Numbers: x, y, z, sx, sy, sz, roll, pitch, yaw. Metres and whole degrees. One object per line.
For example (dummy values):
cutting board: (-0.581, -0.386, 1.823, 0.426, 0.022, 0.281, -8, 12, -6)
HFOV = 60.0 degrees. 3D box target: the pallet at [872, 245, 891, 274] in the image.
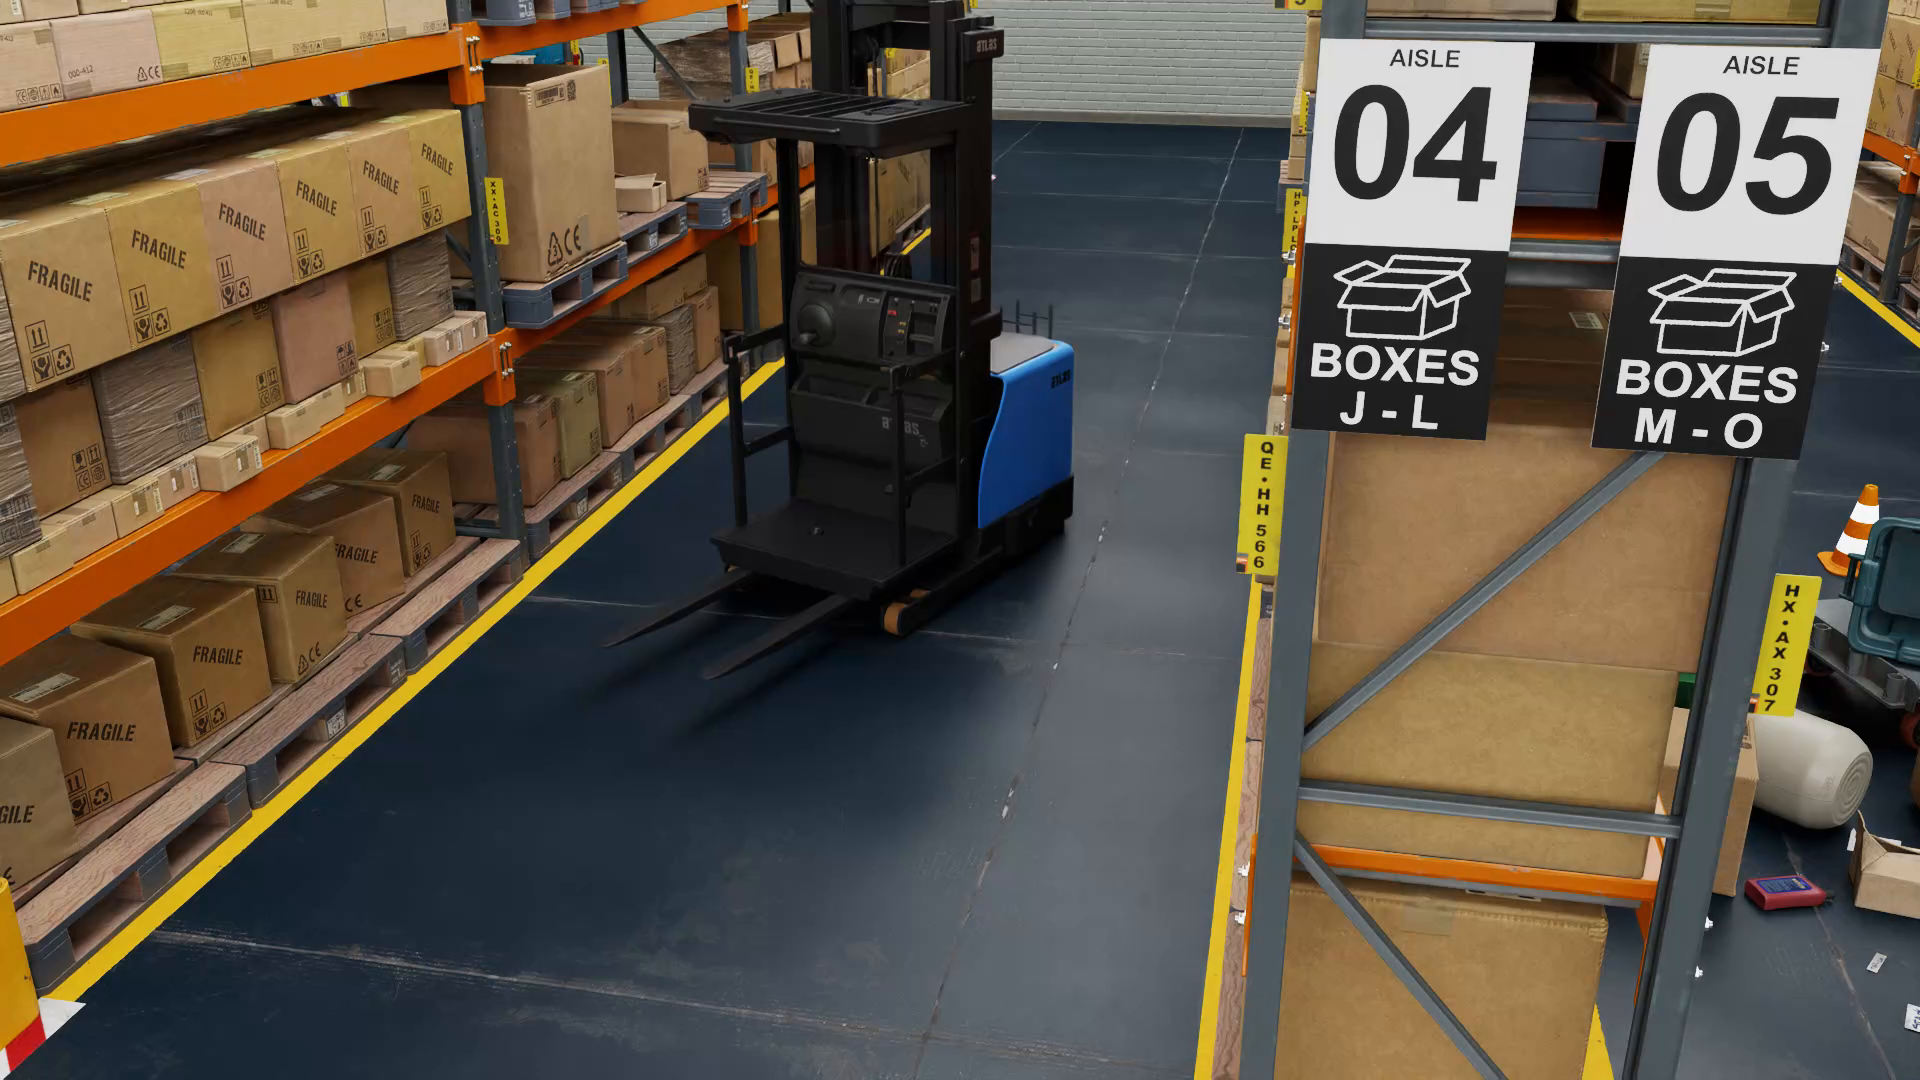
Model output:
pallet: (-1.275, -2.604, 15.536, 1.003, 0.211, 1.213, 4, 22, 11)

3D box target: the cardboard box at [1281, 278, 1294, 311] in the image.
cardboard box: (2.616, -1.243, 10.873, 1.050, 0.750, 0.750, 4, 22, 10)

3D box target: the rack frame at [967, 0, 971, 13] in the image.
rack frame: (-0.375, -5.648, 19.362, 1.000, 3.000, 0.127, 4, 22, 11)

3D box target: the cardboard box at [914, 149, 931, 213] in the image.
cardboard box: (-0.794, -3.959, 17.450, 0.875, 0.875, 0.875, 4, 22, 11)

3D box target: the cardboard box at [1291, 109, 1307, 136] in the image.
cardboard box: (2.479, -2.876, 11.456, 0.380, 0.149, 0.250, 4, 22, 9)

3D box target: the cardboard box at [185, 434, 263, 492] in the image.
cardboard box: (-2.947, -0.307, 6.438, 0.380, 0.149, 0.250, 4, 22, 11)

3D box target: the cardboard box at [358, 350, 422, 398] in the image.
cardboard box: (-2.691, -0.764, 7.573, 0.380, 0.149, 0.250, 4, 22, 11)

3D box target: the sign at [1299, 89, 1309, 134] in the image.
sign: (2.295, -2.845, 10.960, 0.100, 0.325, 0.005, 4, 22, 11)

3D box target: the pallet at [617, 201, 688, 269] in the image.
pallet: (-2.371, -1.906, 10.328, 1.003, 0.211, 1.213, 4, 22, 11)

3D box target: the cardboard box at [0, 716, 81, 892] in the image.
cardboard box: (-3.496, 0.941, 5.786, 0.500, 0.500, 0.500, 9, 24, 21)

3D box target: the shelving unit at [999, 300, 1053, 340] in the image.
shelving unit: (0.376, -0.773, 9.668, 0.258, 1.200, 0.189, 13, 25, 30)

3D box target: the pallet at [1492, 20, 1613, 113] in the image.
pallet: (1.583, -1.451, 5.046, 1.003, 0.211, 1.213, 4, 22, 11)

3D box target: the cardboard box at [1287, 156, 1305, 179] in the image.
cardboard box: (2.479, -2.601, 11.571, 0.380, 0.149, 0.250, 5, 22, 12)

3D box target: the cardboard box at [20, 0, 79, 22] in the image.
cardboard box: (-3.100, -1.758, 5.356, 0.380, 0.149, 0.250, 4, 22, 11)

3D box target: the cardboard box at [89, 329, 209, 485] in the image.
cardboard box: (-3.372, -0.551, 6.176, 0.875, 0.500, 0.500, 4, 22, 11)

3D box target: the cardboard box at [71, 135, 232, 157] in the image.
cardboard box: (-3.367, -1.397, 6.936, 0.500, 0.500, 0.500, 4, 22, 11)

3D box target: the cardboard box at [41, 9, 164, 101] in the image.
cardboard box: (-3.084, -1.645, 5.608, 0.500, 0.250, 0.500, 4, 22, 11)

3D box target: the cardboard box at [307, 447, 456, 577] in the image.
cardboard box: (-2.944, -0.151, 8.498, 0.500, 0.500, 0.500, 4, 22, 9)

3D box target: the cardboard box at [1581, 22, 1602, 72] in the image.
cardboard box: (1.682, -1.183, 3.902, 0.380, 0.149, 0.250, 5, 22, 11)

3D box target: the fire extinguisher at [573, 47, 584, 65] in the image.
fire extinguisher: (-4.748, -5.837, 20.435, 0.296, 0.674, 0.183, 4, 22, 11)

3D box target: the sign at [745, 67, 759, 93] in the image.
sign: (-1.474, -3.185, 11.802, 0.100, 0.325, 0.005, 4, 22, 11)

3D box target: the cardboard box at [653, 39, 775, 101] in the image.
cardboard box: (-1.842, -3.500, 12.553, 0.797, 0.503, 0.637, 5, 23, 13)

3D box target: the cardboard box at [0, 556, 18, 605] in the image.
cardboard box: (-3.278, 0.144, 5.317, 0.380, 0.149, 0.250, 4, 22, 11)

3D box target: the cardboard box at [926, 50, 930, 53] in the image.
cardboard box: (-0.421, -5.147, 17.922, 0.500, 0.250, 0.500, 4, 22, 9)

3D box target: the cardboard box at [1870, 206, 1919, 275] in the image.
cardboard box: (8.744, -2.657, 14.804, 0.875, 0.438, 0.875, 4, 22, 10)

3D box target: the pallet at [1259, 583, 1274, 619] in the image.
pallet: (2.095, 0.161, 8.671, 1.003, 0.211, 1.213, 4, 22, 11)

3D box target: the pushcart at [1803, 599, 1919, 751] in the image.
pushcart: (4.636, 0.557, 7.466, 1.648, 0.377, 0.936, -3, 22, -8)

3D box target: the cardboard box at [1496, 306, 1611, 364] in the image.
cardboard box: (1.331, -0.293, 4.419, 0.875, 0.550, 0.550, 4, 22, 11)

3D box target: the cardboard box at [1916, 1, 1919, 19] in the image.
cardboard box: (8.482, -4.556, 14.311, 0.380, 0.149, 0.250, 4, 22, 11)

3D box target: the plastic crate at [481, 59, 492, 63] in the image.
plastic crate: (-5.392, -5.205, 18.407, 0.416, 0.233, 0.300, 4, 22, 11)

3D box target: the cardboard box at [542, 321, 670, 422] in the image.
cardboard box: (-2.334, -1.109, 10.848, 0.700, 0.500, 0.500, 6, 23, 15)

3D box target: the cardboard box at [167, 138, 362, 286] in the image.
cardboard box: (-2.849, -1.356, 6.836, 0.500, 0.500, 0.500, 4, 22, 11)

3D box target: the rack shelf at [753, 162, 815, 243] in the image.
rack shelf: (-1.599, -3.120, 14.048, 1.077, 0.370, 4.000, 4, 22, 11)

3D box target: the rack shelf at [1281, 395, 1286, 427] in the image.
rack shelf: (2.420, -1.242, 9.385, 1.077, 0.370, 4.000, 4, 22, 11)

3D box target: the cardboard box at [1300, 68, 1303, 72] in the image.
cardboard box: (3.008, -3.819, 13.800, 0.380, 0.149, 0.250, 5, 22, 11)

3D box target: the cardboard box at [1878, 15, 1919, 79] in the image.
cardboard box: (8.448, -4.318, 14.589, 0.500, 0.500, 0.500, 4, 22, 10)

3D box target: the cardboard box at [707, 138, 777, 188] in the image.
cardboard box: (-1.642, -2.926, 12.469, 0.500, 0.500, 0.500, 5, 22, 12)

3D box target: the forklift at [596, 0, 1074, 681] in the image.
forklift: (-0.568, -1.087, 8.129, 1.130, 2.935, 3.031, 13, 26, 30)

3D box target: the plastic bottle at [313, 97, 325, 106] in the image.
plastic bottle: (-5.981, -4.018, 15.482, 0.152, 0.276, 0.135, 4, 22, 11)

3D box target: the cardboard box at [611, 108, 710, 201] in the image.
cardboard box: (-2.094, -2.551, 10.977, 0.700, 0.500, 0.500, 8, 23, 19)

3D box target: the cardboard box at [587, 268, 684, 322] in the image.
cardboard box: (-2.213, -1.673, 11.245, 0.500, 0.250, 0.500, 7, 23, 17)

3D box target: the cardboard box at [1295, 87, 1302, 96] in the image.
cardboard box: (2.745, -3.348, 12.630, 0.380, 0.149, 0.250, 6, 23, 14)

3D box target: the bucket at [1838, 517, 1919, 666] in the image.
bucket: (4.241, 0.195, 7.203, 0.726, 0.611, 0.620, 13, 15, 29)

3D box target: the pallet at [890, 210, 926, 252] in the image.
pallet: (-0.959, -3.164, 16.927, 1.003, 0.211, 1.213, 4, 22, 11)

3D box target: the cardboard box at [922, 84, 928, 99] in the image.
cardboard box: (-0.541, -4.626, 17.160, 0.380, 0.149, 0.250, 5, 22, 12)

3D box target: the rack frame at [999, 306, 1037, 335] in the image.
rack frame: (0.327, -0.745, 9.596, 0.240, 1.200, 0.006, 13, 25, 30)

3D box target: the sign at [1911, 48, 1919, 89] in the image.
sign: (7.967, -3.910, 13.781, 0.100, 0.325, 0.005, 4, 22, 11)

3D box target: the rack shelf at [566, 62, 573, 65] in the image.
rack shelf: (-5.632, -4.960, 18.618, 1.077, 0.370, 4.000, 4, 22, 11)
